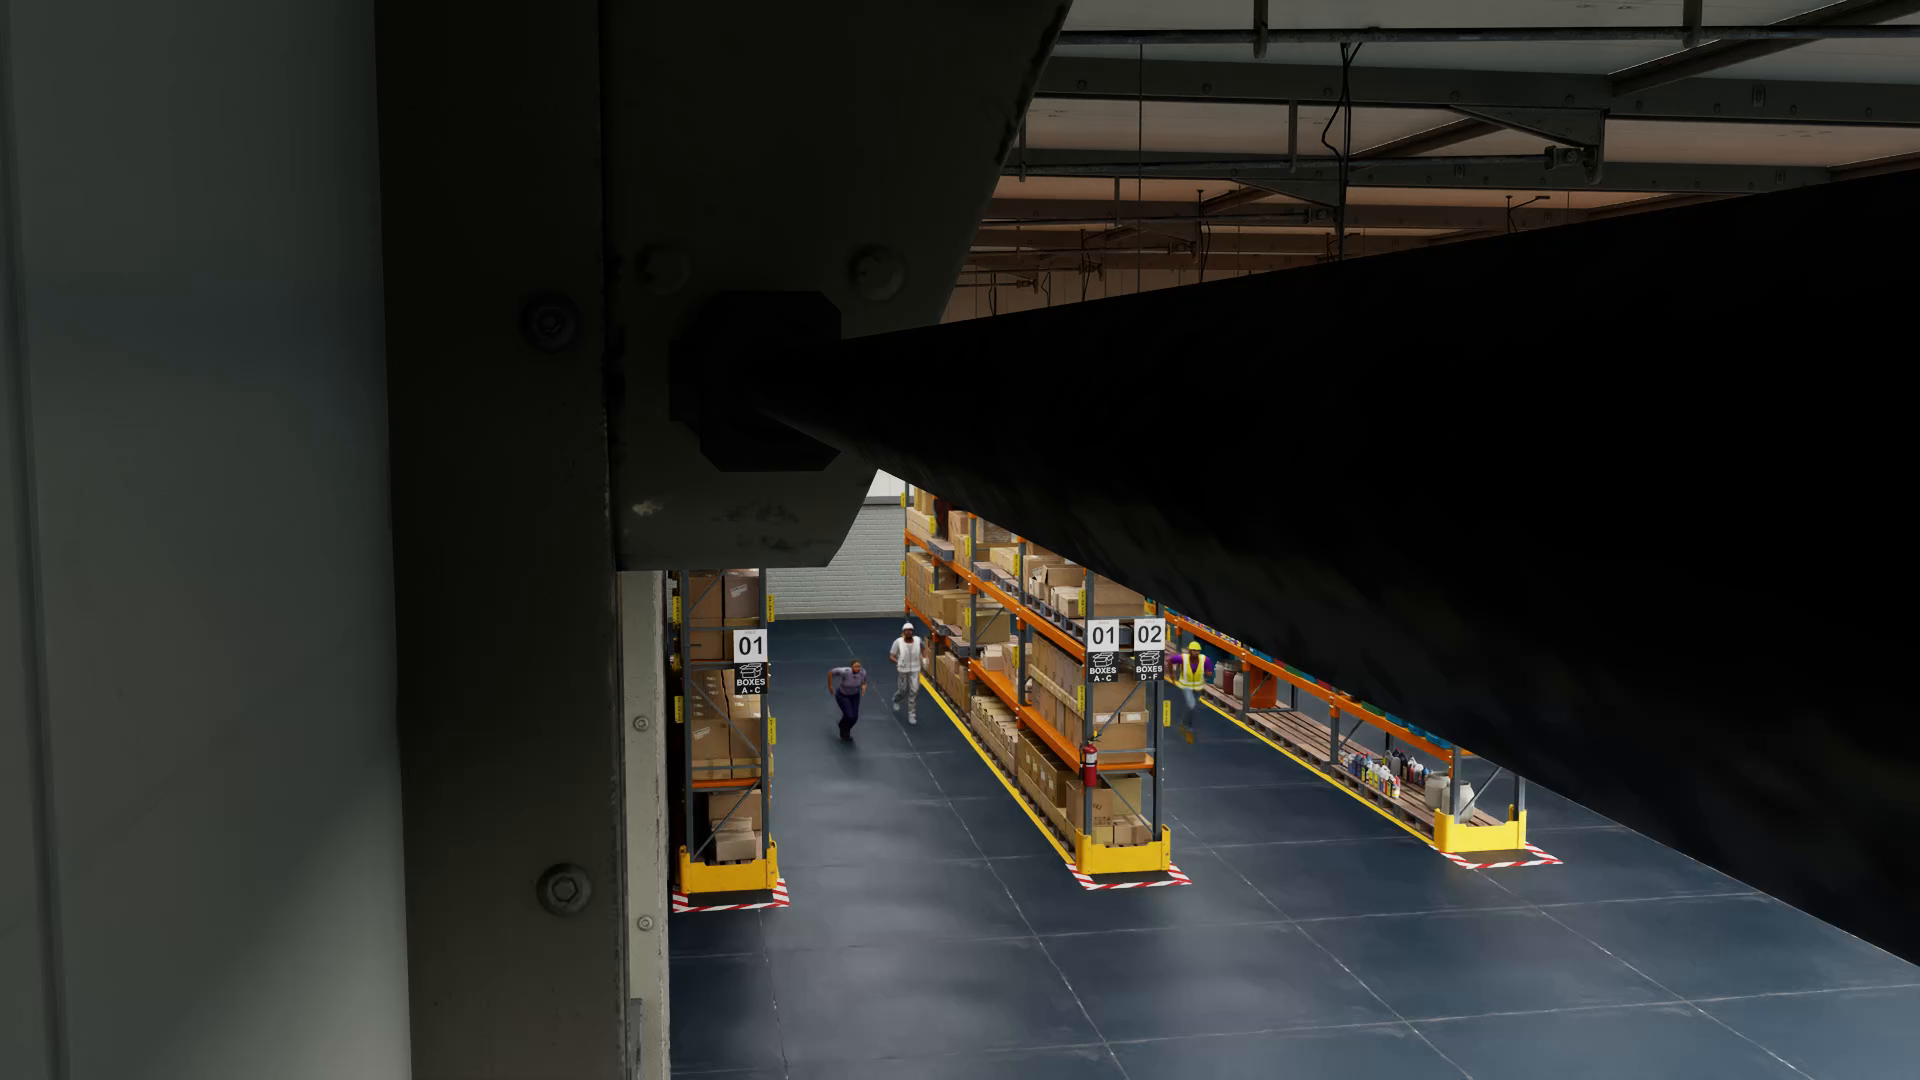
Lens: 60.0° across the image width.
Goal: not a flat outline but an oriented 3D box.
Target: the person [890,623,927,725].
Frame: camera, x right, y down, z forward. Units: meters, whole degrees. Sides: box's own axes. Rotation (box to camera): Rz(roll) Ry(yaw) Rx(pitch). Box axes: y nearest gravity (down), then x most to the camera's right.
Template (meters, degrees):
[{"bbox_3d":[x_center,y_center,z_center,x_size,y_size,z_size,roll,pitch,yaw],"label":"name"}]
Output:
[{"bbox_3d":[-0.926,2.361,29.860,0.691,1.781,0.930,-1,6,-12],"label":"person"}]

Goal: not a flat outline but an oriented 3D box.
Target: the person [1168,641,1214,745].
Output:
[{"bbox_3d":[3.909,2.554,28.204,0.686,1.750,0.940,-1,6,-14],"label":"person"}]

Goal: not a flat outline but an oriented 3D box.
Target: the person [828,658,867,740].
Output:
[{"bbox_3d":[-1.894,2.692,28.023,0.636,1.480,0.862,-3,7,-28],"label":"person"}]
